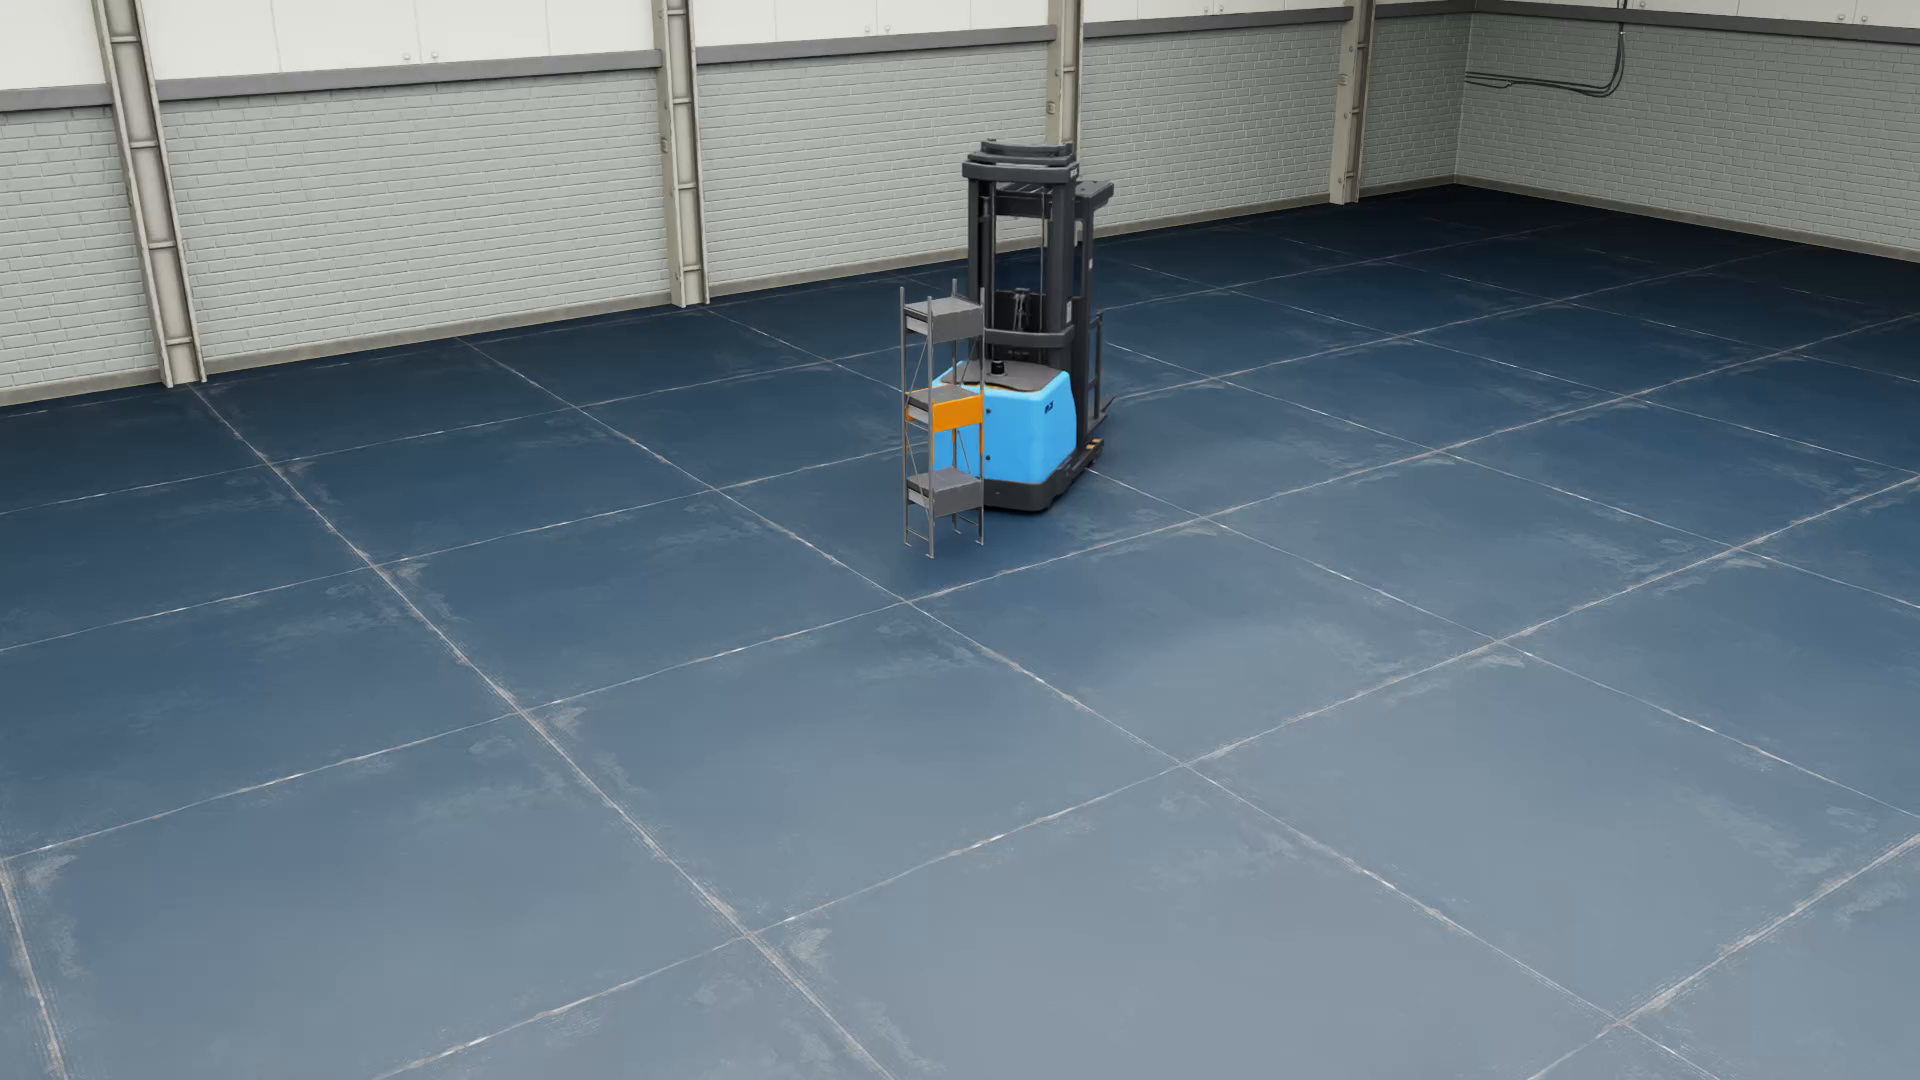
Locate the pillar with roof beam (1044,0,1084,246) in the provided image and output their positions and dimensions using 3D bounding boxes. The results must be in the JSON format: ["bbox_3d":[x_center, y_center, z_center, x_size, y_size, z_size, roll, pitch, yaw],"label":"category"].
[{"bbox_3d":[3.981,-7.175,19.331,0.400,9.000,9.100,-15,26,-33],"label":"pillar with roof beam"}]

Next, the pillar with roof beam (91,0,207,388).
[{"bbox_3d":[-5.760,-4.578,12.821,0.400,9.000,9.100,-15,26,-33],"label":"pillar with roof beam"}]

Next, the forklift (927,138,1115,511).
[{"bbox_3d":[0.701,-2.117,14.841,1.130,2.935,3.031,8,23,19],"label":"forklift"}]

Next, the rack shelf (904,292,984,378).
[{"bbox_3d":[-0.134,-1.577,12.758,0.480,0.518,0.431,-15,26,-33],"label":"rack shelf"}]

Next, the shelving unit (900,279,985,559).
[{"bbox_3d":[-0.134,-0.939,13.012,0.503,2.100,0.431,-15,26,-33],"label":"shelving unit"}]

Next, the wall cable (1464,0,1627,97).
[{"bbox_3d":[9.501,-8.567,27.007,0.112,2.526,3.097,-15,26,-33],"label":"wall cable"}]

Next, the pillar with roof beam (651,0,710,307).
[{"bbox_3d":[-0.889,-5.877,16.076,0.400,9.000,9.100,-15,26,-33],"label":"pillar with roof beam"}]

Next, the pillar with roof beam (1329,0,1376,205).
[{"bbox_3d":[8.852,-8.474,22.585,0.400,9.000,9.100,-15,26,-33],"label":"pillar with roof beam"}]

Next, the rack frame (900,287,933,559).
[{"bbox_3d":[-0.332,-0.887,12.880,0.015,2.100,0.400,-15,26,-33],"label":"rack frame"}]

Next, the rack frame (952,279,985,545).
[{"bbox_3d":[0.064,-0.992,13.144,0.015,2.100,0.400,-15,26,-33],"label":"rack frame"}]

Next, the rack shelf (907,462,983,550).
[{"bbox_3d":[-0.134,-0.277,13.276,0.480,0.518,0.431,-15,26,-33],"label":"rack shelf"}]

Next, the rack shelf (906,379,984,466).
[{"bbox_3d":[-0.134,-0.927,13.017,0.480,0.518,0.431,-15,26,-33],"label":"rack shelf"}]
